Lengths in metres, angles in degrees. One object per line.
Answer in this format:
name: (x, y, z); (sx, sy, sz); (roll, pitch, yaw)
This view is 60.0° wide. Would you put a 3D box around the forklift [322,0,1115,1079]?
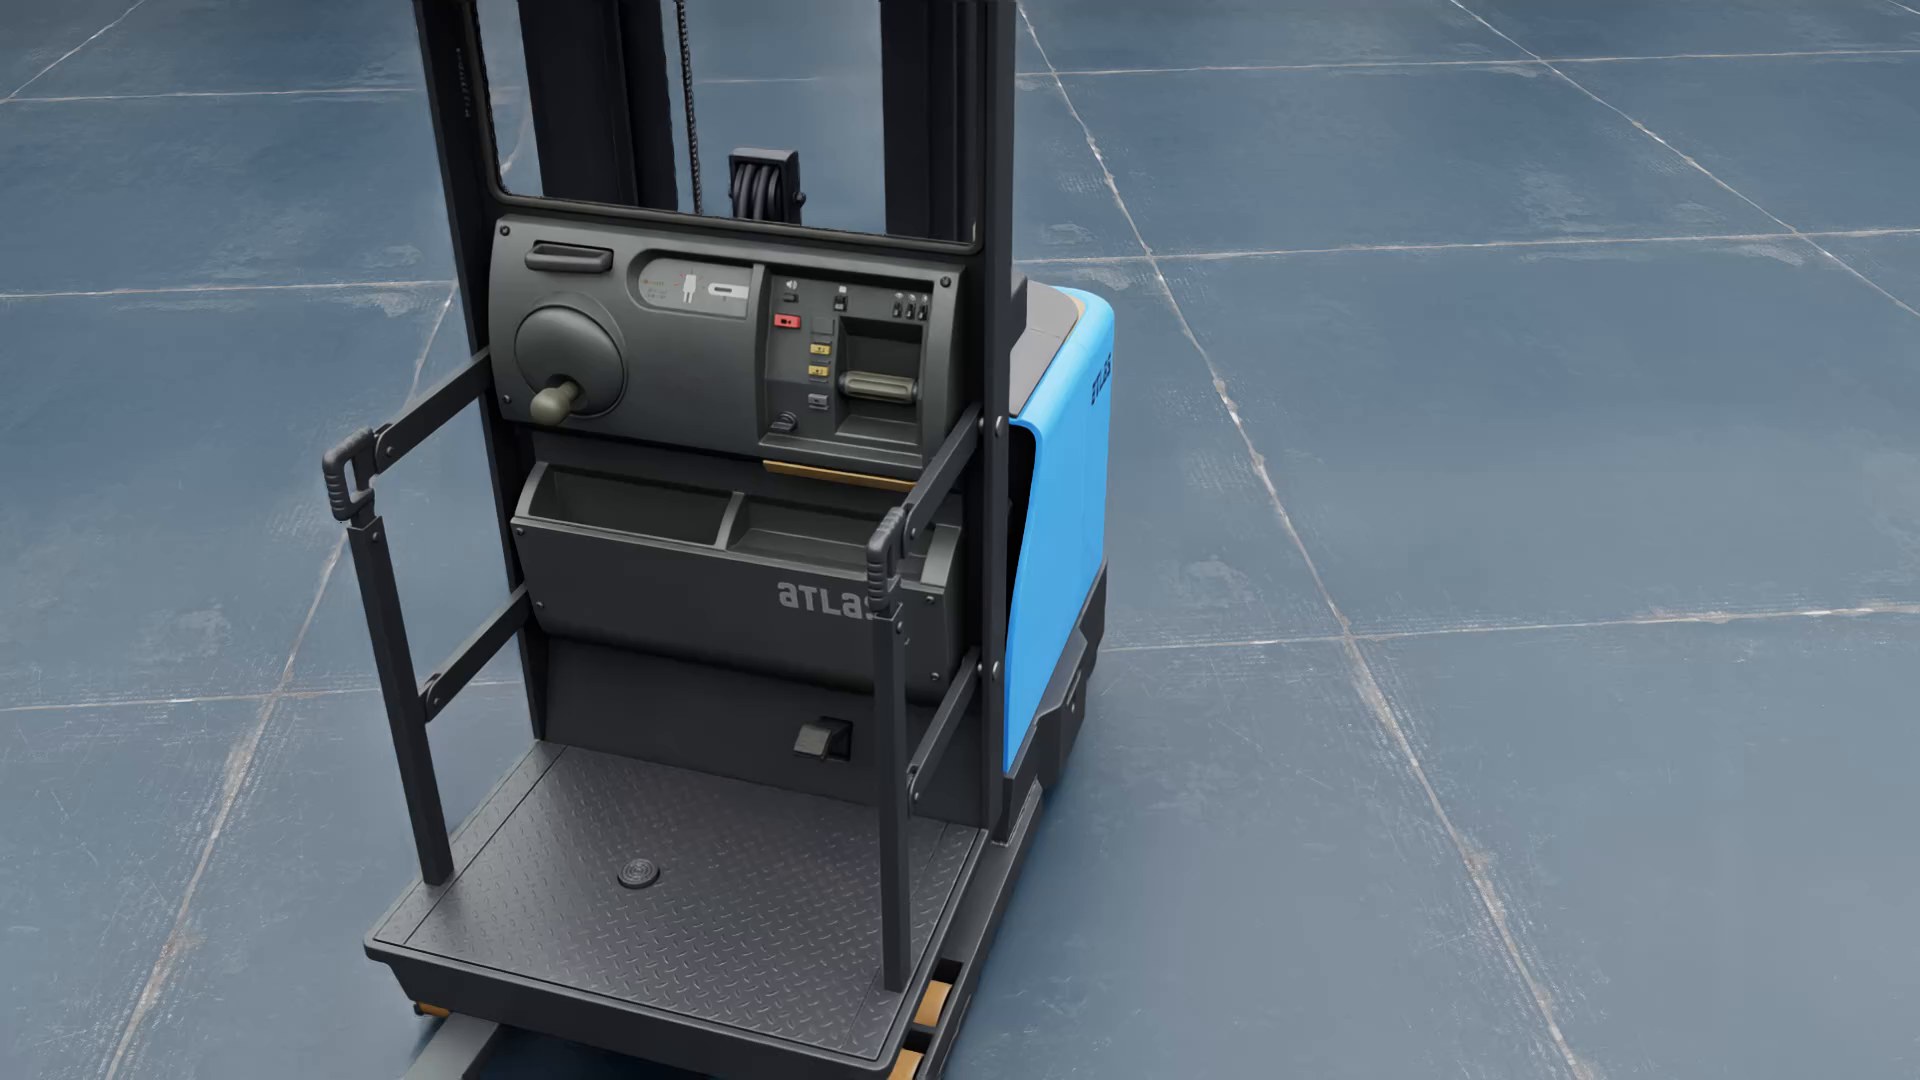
forklift: (-0.514, -0.317, 2.923); (1.130, 2.935, 3.031); (9, 32, 15)
